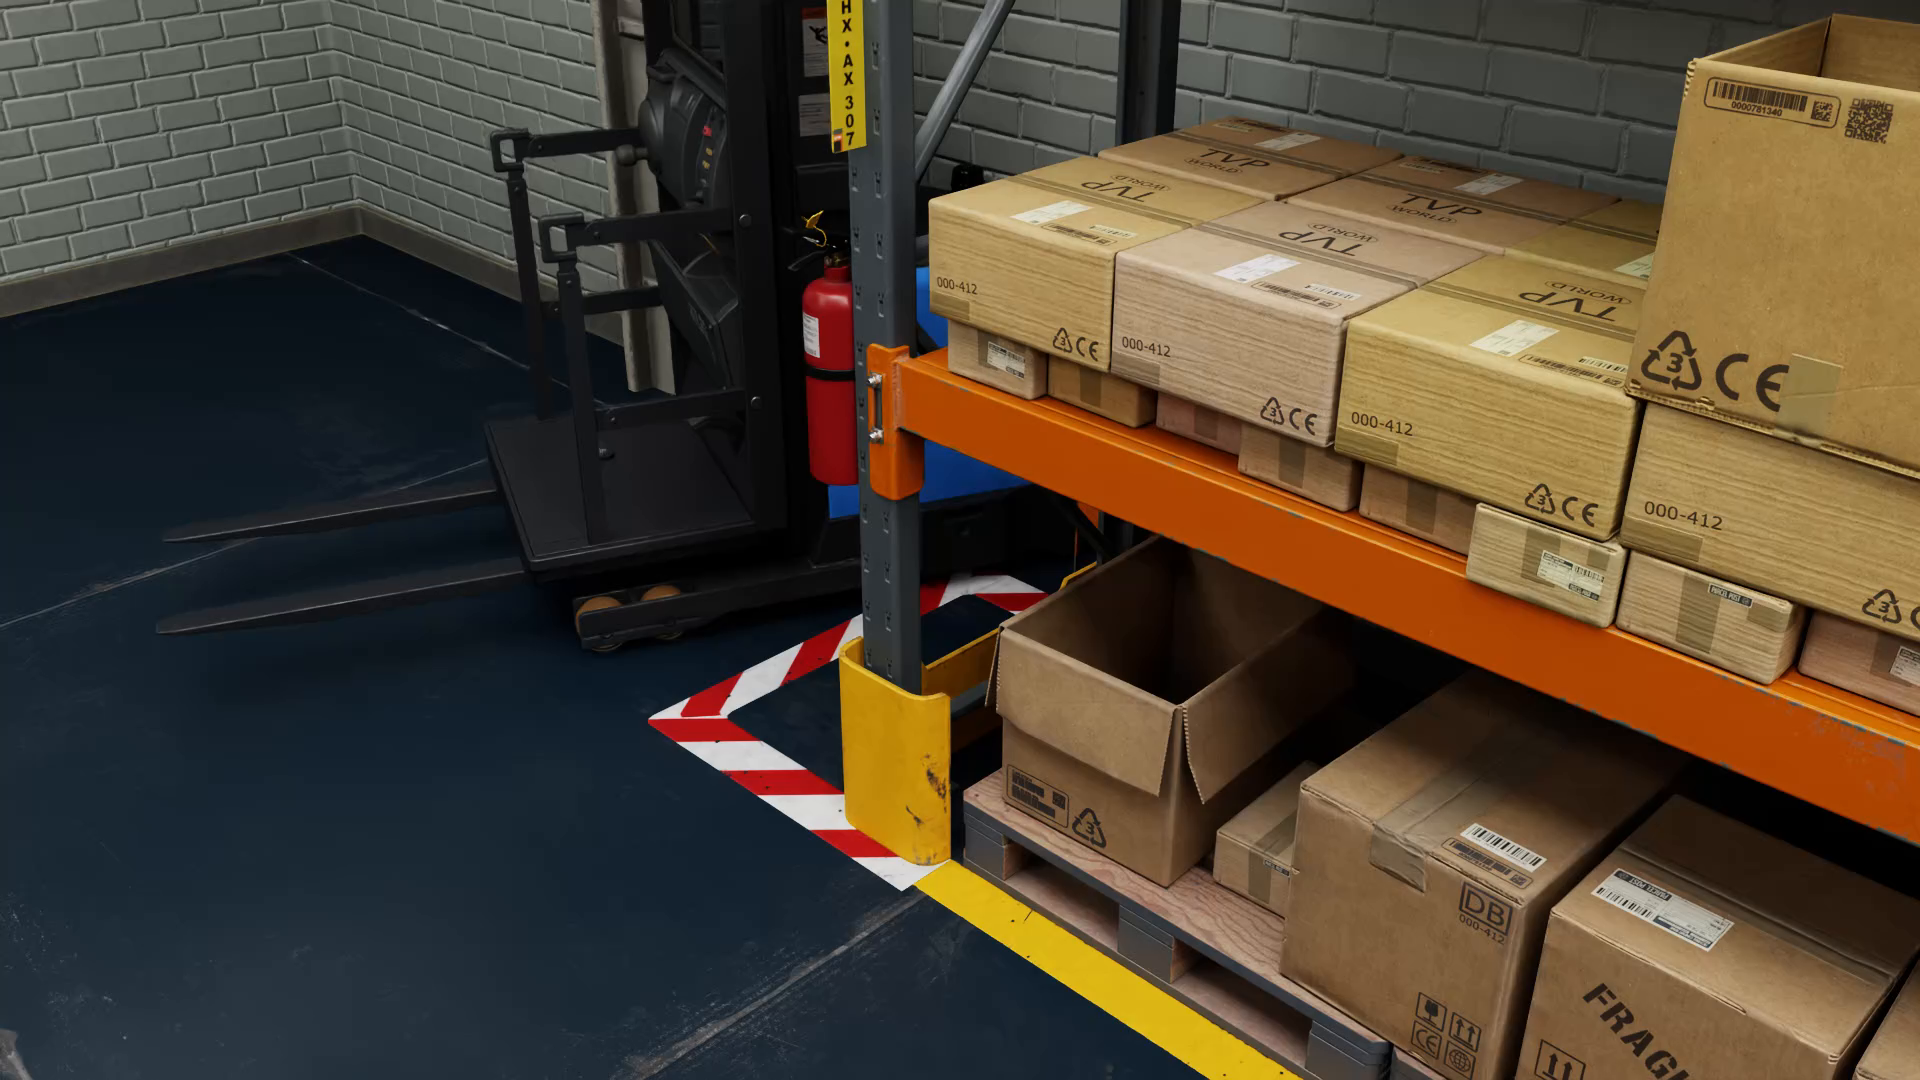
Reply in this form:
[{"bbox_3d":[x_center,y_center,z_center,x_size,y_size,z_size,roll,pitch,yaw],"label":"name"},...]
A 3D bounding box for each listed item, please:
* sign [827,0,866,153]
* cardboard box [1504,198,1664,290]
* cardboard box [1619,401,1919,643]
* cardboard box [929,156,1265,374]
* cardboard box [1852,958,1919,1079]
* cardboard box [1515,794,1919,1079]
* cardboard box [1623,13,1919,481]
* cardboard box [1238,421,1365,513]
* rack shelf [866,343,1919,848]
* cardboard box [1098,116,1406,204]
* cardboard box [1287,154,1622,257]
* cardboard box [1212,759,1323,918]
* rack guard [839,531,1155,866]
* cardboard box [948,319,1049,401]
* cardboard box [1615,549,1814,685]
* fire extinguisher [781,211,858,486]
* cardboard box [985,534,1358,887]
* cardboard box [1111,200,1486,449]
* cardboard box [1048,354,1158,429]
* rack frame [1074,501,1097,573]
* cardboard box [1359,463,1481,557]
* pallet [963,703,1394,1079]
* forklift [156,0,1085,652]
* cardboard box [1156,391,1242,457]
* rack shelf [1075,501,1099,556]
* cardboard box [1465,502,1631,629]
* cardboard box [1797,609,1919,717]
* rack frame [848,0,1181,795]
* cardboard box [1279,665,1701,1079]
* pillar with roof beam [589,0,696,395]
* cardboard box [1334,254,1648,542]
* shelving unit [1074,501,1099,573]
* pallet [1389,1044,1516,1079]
[{"bbox_3d":[-0.231,-0.971,3.444,0.005,0.325,0.100,25,36,38],"label":"sign"},{"bbox_3d":[1.380,-0.440,3.205,0.500,0.250,0.500,-24,36,-38],"label":"cardboard box"},{"bbox_3d":[1.387,-0.108,2.573,0.500,0.250,0.500,23,36,37],"label":"cardboard box"},{"bbox_3d":[0.284,-0.596,3.502,0.500,0.250,0.500,25,37,39],"label":"cardboard box"},{"bbox_3d":[1.841,1.014,2.834,0.500,0.500,0.700,23,35,37],"label":"cardboard box"},{"bbox_3d":[1.408,0.881,3.087,0.500,0.500,0.500,-24,36,-38],"label":"cardboard box"},{"bbox_3d":[1.353,-0.439,2.397,0.500,0.500,0.500,-24,36,-38],"label":"cardboard box"},{"bbox_3d":[0.754,-0.214,3.204,0.380,0.149,0.250,-24,36,-38],"label":"cardboard box"},{"bbox_3d":[1.575,0.203,2.914,4.000,0.370,1.077,25,36,38],"label":"rack shelf"},{"bbox_3d":[0.663,-0.772,3.836,0.500,0.250,0.500,-24,36,-38],"label":"cardboard box"},{"bbox_3d":[1.030,-0.603,3.515,0.500,0.250,0.500,25,36,39],"label":"cardboard box"},{"bbox_3d":[0.794,0.690,3.826,0.250,0.149,0.380,23,35,37],"label":"cardboard box"},{"bbox_3d":[0.203,0.363,4.523,0.348,0.500,1.175,25,36,38],"label":"rack guard"},{"bbox_3d":[0.191,-0.459,3.669,0.250,0.149,0.380,24,36,38],"label":"cardboard box"},{"bbox_3d":[1.277,0.057,2.688,0.380,0.149,0.250,-24,36,-38],"label":"cardboard box"},{"bbox_3d":[-0.280,-0.464,3.892,0.183,0.674,0.296,25,36,38],"label":"fire extinguisher"},{"bbox_3d":[0.519,0.382,4.032,0.637,0.503,0.797,23,35,37],"label":"cardboard box"},{"bbox_3d":[0.643,-0.432,3.189,0.500,0.250,0.500,-25,37,-39],"label":"cardboard box"},{"bbox_3d":[0.405,-0.391,3.541,0.380,0.149,0.250,-24,36,-38],"label":"cardboard box"},{"bbox_3d":[0.448,-0.353,5.291,0.200,1.050,0.008,-25,37,-39],"label":"rack frame"},{"bbox_3d":[0.947,-0.129,3.043,0.380,0.149,0.250,-25,36,-38],"label":"cardboard box"},{"bbox_3d":[0.772,0.751,4.096,1.213,0.211,1.003,25,36,38],"label":"pallet"},{"bbox_3d":[-1.013,-1.233,4.945,3.031,2.935,1.130,-10,29,-19],"label":"forklift"},{"bbox_3d":[0.617,-0.317,3.400,0.250,0.149,0.380,24,36,38],"label":"cardboard box"},{"bbox_3d":[0.533,-0.057,5.349,0.215,0.259,0.240,-25,37,-39],"label":"rack shelf"},{"bbox_3d":[1.075,-0.022,2.839,0.250,0.149,0.380,23,36,37],"label":"cardboard box"},{"bbox_3d":[1.509,0.118,2.572,0.250,0.149,0.380,24,36,38],"label":"cardboard box"},{"bbox_3d":[0.149,-0.768,3.988,0.127,3.000,1.000,25,36,38],"label":"rack frame"},{"bbox_3d":[1.101,0.675,3.478,0.700,0.500,0.500,-24,36,-37],"label":"cardboard box"},{"bbox_3d":[-4.160,-3.174,2.117,0.400,9.000,9.100,25,36,38],"label":"pillar with roof beam"},{"bbox_3d":[1.007,-0.267,2.877,0.500,0.250,0.500,24,36,37],"label":"cardboard box"},{"bbox_3d":[0.534,-0.312,5.214,0.215,1.050,0.252,-25,37,-39],"label":"shelving unit"},{"bbox_3d":[1.638,1.149,3.339,1.213,0.211,1.003,25,36,38],"label":"pallet"}]
